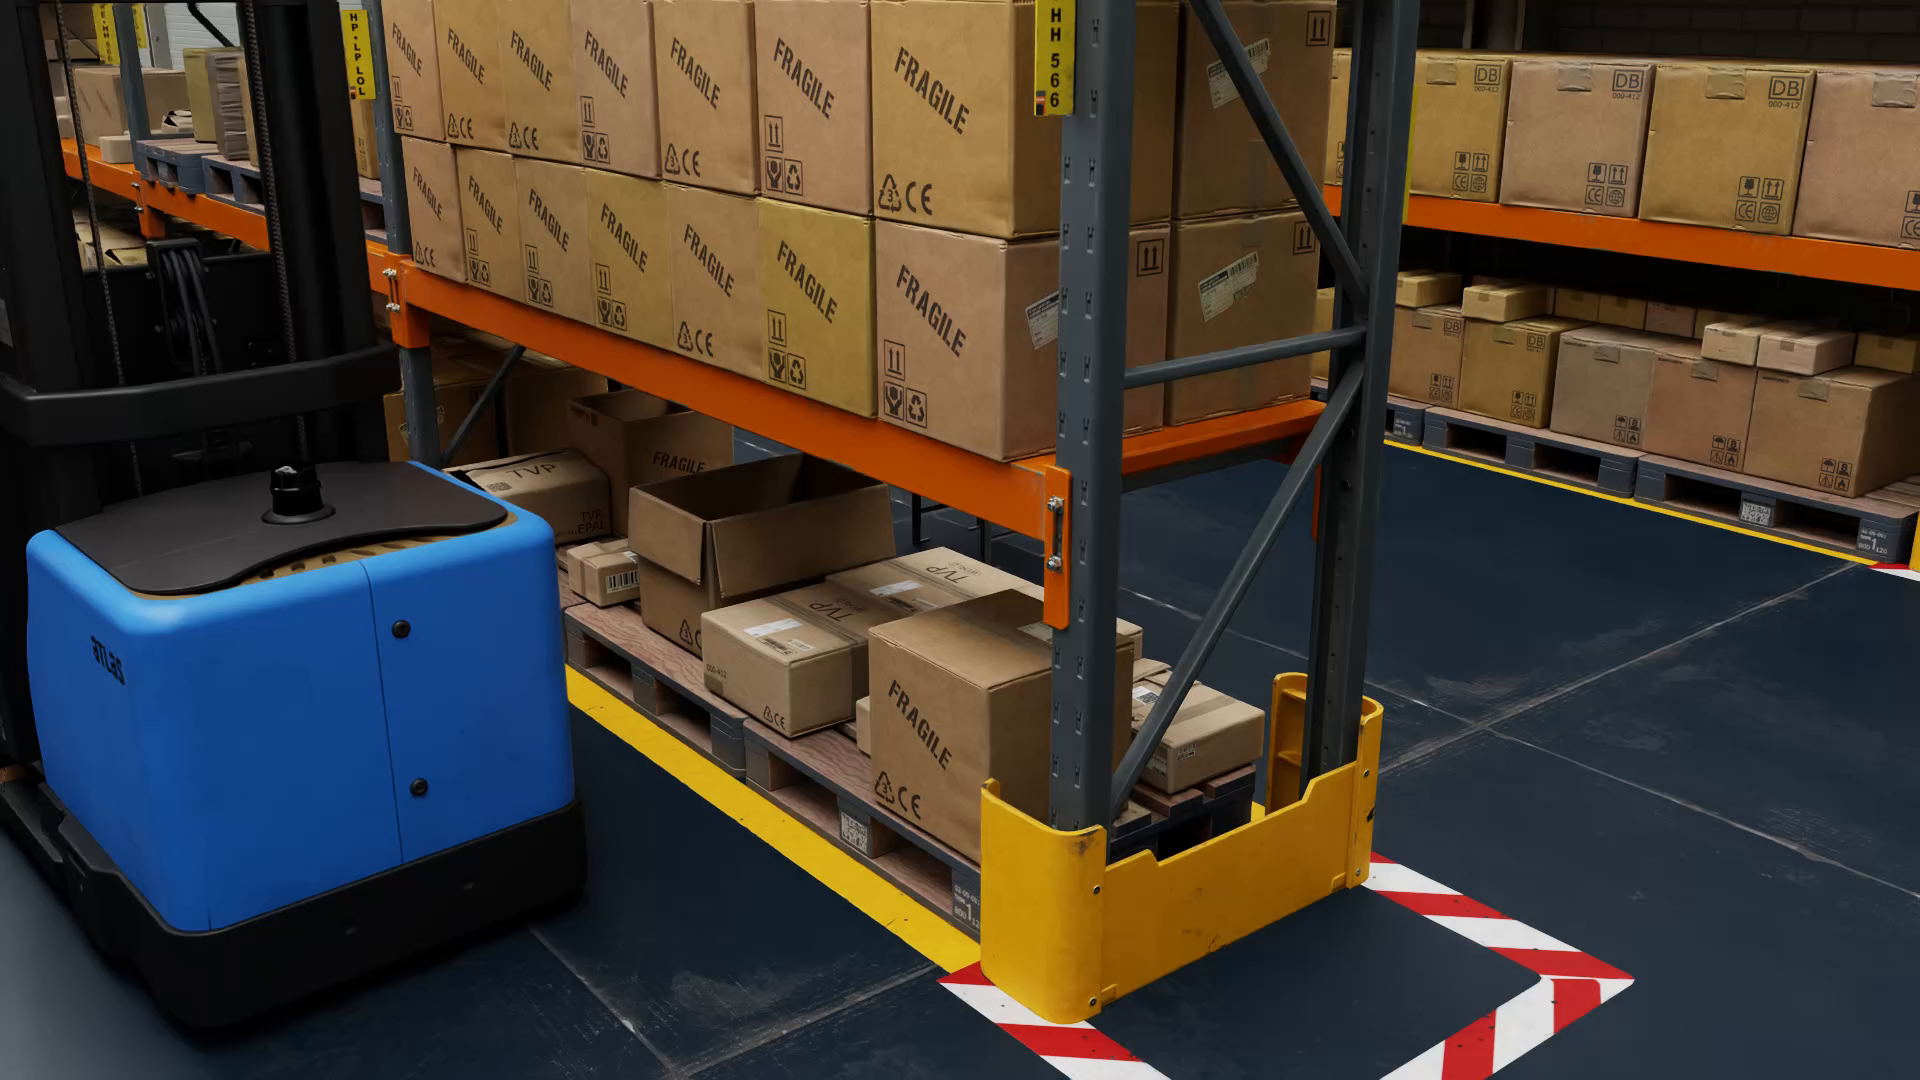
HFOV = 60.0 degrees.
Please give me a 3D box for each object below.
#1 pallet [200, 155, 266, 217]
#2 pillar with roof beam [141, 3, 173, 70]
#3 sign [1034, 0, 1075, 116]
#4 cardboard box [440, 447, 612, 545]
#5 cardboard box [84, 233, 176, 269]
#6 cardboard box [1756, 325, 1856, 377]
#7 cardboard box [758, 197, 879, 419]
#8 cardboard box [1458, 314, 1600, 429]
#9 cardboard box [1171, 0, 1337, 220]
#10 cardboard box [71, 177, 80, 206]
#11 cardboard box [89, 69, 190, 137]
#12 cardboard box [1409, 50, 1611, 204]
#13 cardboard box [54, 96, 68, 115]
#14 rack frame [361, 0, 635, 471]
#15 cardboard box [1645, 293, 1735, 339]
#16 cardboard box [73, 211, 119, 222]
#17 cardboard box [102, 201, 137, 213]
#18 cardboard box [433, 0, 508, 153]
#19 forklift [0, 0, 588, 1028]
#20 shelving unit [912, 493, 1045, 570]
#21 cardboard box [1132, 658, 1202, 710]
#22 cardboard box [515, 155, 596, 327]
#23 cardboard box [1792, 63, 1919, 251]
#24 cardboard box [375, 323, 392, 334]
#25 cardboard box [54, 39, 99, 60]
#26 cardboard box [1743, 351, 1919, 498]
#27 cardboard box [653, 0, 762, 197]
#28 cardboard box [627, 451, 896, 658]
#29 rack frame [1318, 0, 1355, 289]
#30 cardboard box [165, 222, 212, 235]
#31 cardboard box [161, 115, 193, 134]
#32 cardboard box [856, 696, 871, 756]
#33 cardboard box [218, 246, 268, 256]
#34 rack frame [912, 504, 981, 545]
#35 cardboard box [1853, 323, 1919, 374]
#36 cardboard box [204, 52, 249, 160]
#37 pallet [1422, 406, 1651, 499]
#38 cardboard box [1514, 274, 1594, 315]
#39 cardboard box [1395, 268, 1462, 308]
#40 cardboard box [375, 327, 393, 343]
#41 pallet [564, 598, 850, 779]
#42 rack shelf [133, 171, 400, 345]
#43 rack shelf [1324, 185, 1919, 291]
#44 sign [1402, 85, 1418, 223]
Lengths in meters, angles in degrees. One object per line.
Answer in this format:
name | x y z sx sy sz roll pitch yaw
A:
pallet | -3.120 -1.814 8.374 1.003 0.211 1.213 -14 23 -36
pillar with roof beam | -18.855 -11.762 28.567 9.100 9.000 0.400 -14 23 -36
sign | 0.188 -1.008 3.291 0.100 0.325 0.005 -14 23 -36
cardboard box | -1.757 -0.184 6.725 0.500 0.311 0.500 -14 23 -36
cardboard box | -5.488 -1.876 11.071 0.500 0.311 0.500 -14 23 -36
cardboard box | 3.781 -0.849 7.432 0.380 0.149 0.250 -14 23 -37
cardboard box | -0.180 -0.644 4.376 0.500 0.500 0.500 -14 23 -36
cardboard box | 3.043 -0.922 8.685 0.700 0.500 0.500 -13 23 -35
cardboard box | 0.567 -1.095 4.147 0.500 0.500 0.500 -13 22 -34
cardboard box | -7.174 -2.916 13.910 0.500 0.500 0.500 -14 23 -36
cardboard box | -5.386 -2.841 11.011 0.500 0.500 0.500 -16 24 -39
cardboard box | 2.806 -2.190 8.727 0.980 0.700 0.700 -15 23 -37
cardboard box | -6.475 -3.185 12.447 0.500 0.250 0.500 -12 22 -33
rack frame | -1.848 -1.398 6.811 1.000 3.000 0.127 -14 23 -36
cardboard box | 3.609 -1.110 8.221 0.380 0.149 0.250 -14 23 -35
cardboard box | -6.447 -2.254 12.213 0.500 0.311 0.500 -14 23 -37
cardboard box | -6.339 -2.485 12.910 0.500 0.311 0.500 -14 23 -36
cardboard box | -1.455 -1.622 5.738 0.500 0.500 0.500 -15 23 -38
forklift | -2.354 -0.662 4.700 1.130 2.935 3.031 -16 24 -40
shelving unit | 0.103 -0.956 6.909 0.431 2.100 0.503 -14 23 -36
cardboard box | 0.490 0.492 4.911 0.380 0.166 0.250 -14 23 -36
cardboard box | -1.115 -1.017 5.503 0.500 0.500 0.500 -14 23 -36
cardboard box | 4.192 -1.646 7.084 0.980 0.700 0.700 -13 22 -34
cardboard box | -2.601 -0.840 8.405 0.500 0.500 0.500 -14 23 -35
cardboard box | -6.830 -3.828 12.961 0.380 0.149 0.250 -14 23 -36
cardboard box | 4.004 -0.545 7.546 0.700 0.500 0.500 -14 23 -36
cardboard box | -0.496 -1.241 4.589 0.500 0.500 0.500 -13 22 -35
cardboard box | -0.677 0.041 5.739 0.797 0.503 0.637 -14 23 -36
rack frame | 2.033 -2.365 9.734 1.000 3.000 0.127 -14 23 -36
cardboard box | -5.393 -2.110 11.778 0.500 0.311 0.500 -14 23 -37
cardboard box | -4.523 -2.439 10.098 0.500 0.311 0.500 -12 22 -33
cardboard box | -0.076 0.521 4.825 0.380 0.166 0.250 -14 23 -36
cardboard box | -4.426 -1.730 10.629 0.500 0.311 0.500 -13 22 -34
rack frame | -0.049 -1.016 7.091 0.400 2.100 0.015 -14 23 -36
cardboard box | 4.238 -0.862 7.469 0.380 0.149 0.250 -14 23 -36
cardboard box | -3.434 -2.234 8.511 0.700 0.500 0.500 -9 20 -26
pallet | 3.206 -0.538 8.652 1.003 0.211 1.213 -14 23 -36
cardboard box | 3.132 -1.299 8.792 0.380 0.149 0.250 -14 23 -36
cardboard box | 2.487 -1.362 8.979 0.380 0.149 0.250 -13 22 -34
cardboard box | -2.990 -0.733 8.080 0.500 0.500 0.500 -14 23 -35
pallet | -0.660 0.397 5.830 1.003 0.211 1.213 -14 23 -36
rack shelf | -3.089 -1.549 8.413 1.077 0.370 4.000 -14 23 -36
rack shelf | 3.275 -1.531 8.359 1.077 0.370 4.000 -14 23 -36
sign | 1.061 -0.929 4.018 0.100 0.325 0.005 -14 23 -36
